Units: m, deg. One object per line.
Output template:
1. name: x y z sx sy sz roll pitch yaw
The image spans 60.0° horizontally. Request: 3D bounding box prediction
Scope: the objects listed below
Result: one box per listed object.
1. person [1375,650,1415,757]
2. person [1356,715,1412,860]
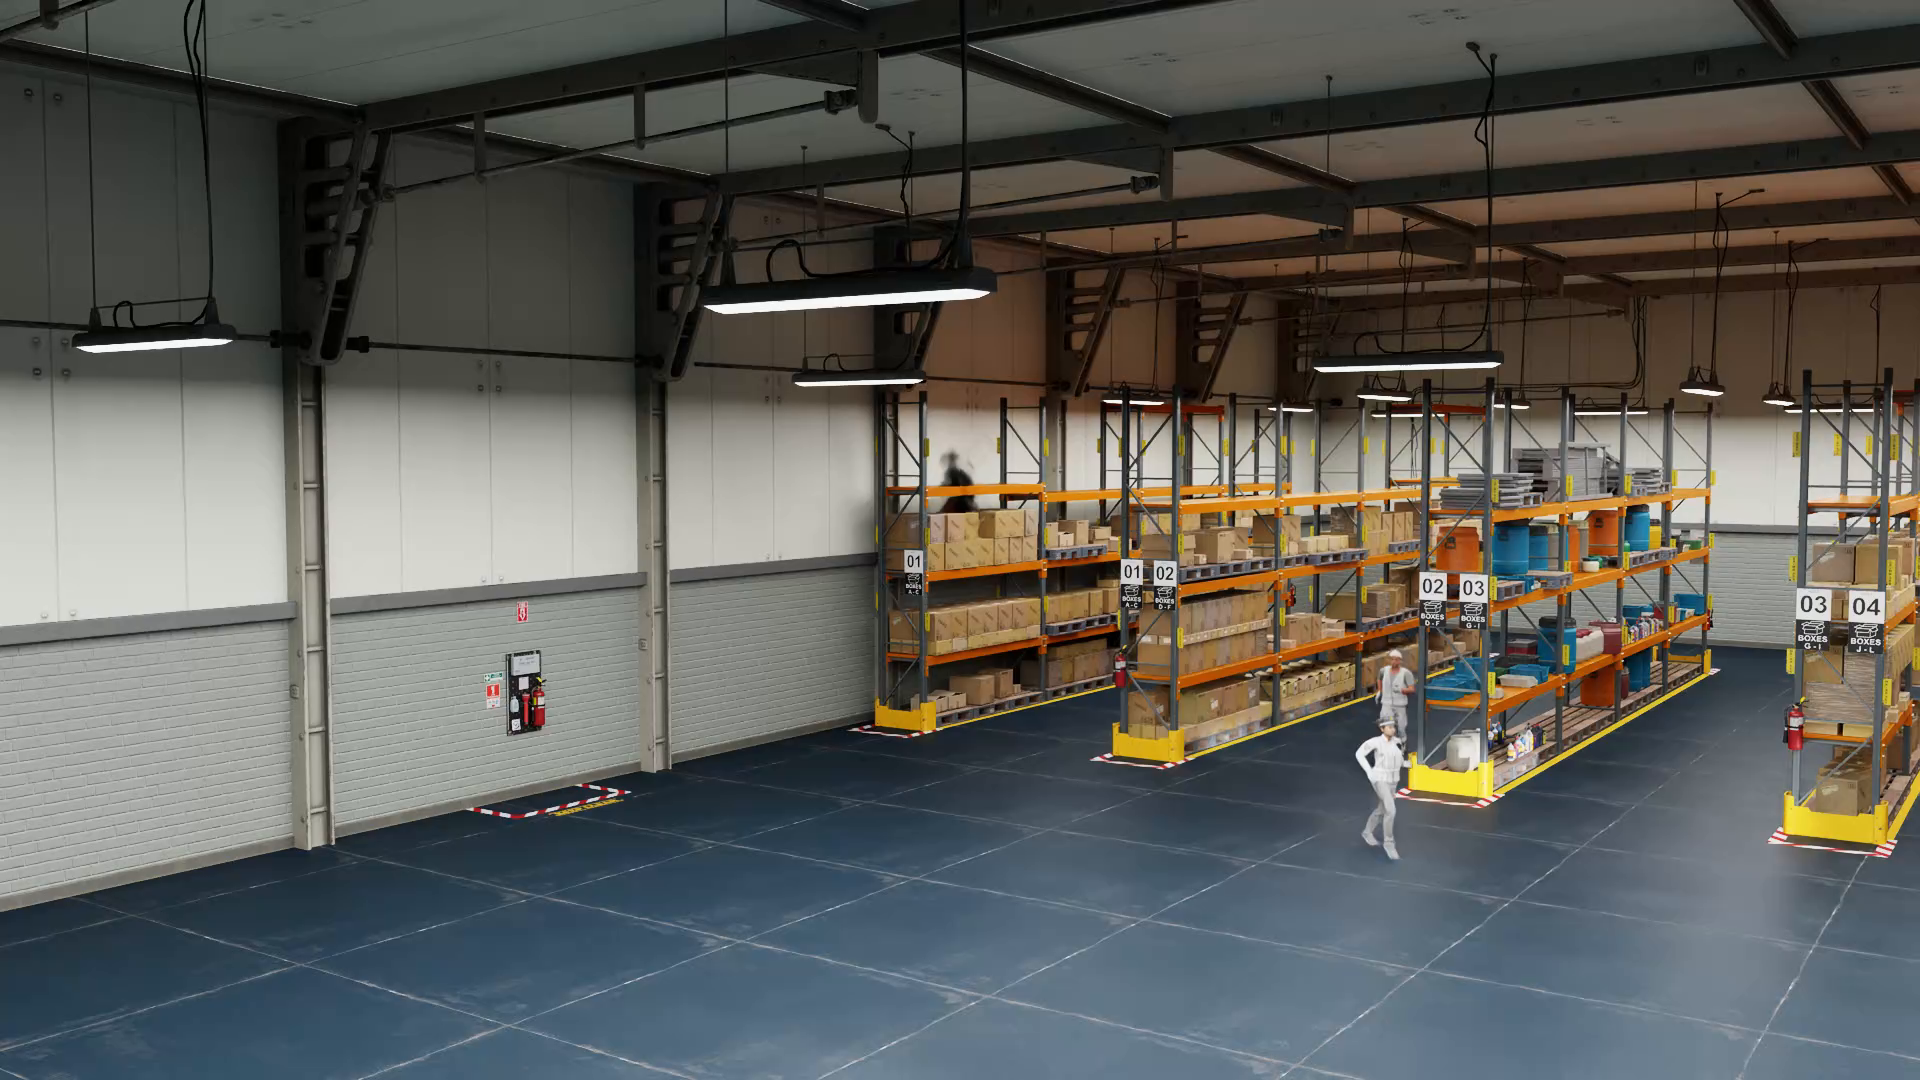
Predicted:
1. person: 6.853 2.647 26.225 0.643 1.844 0.867 1 3 24
2. person: 5.237 3.024 20.524 0.595 1.751 0.769 -2 4 -32
